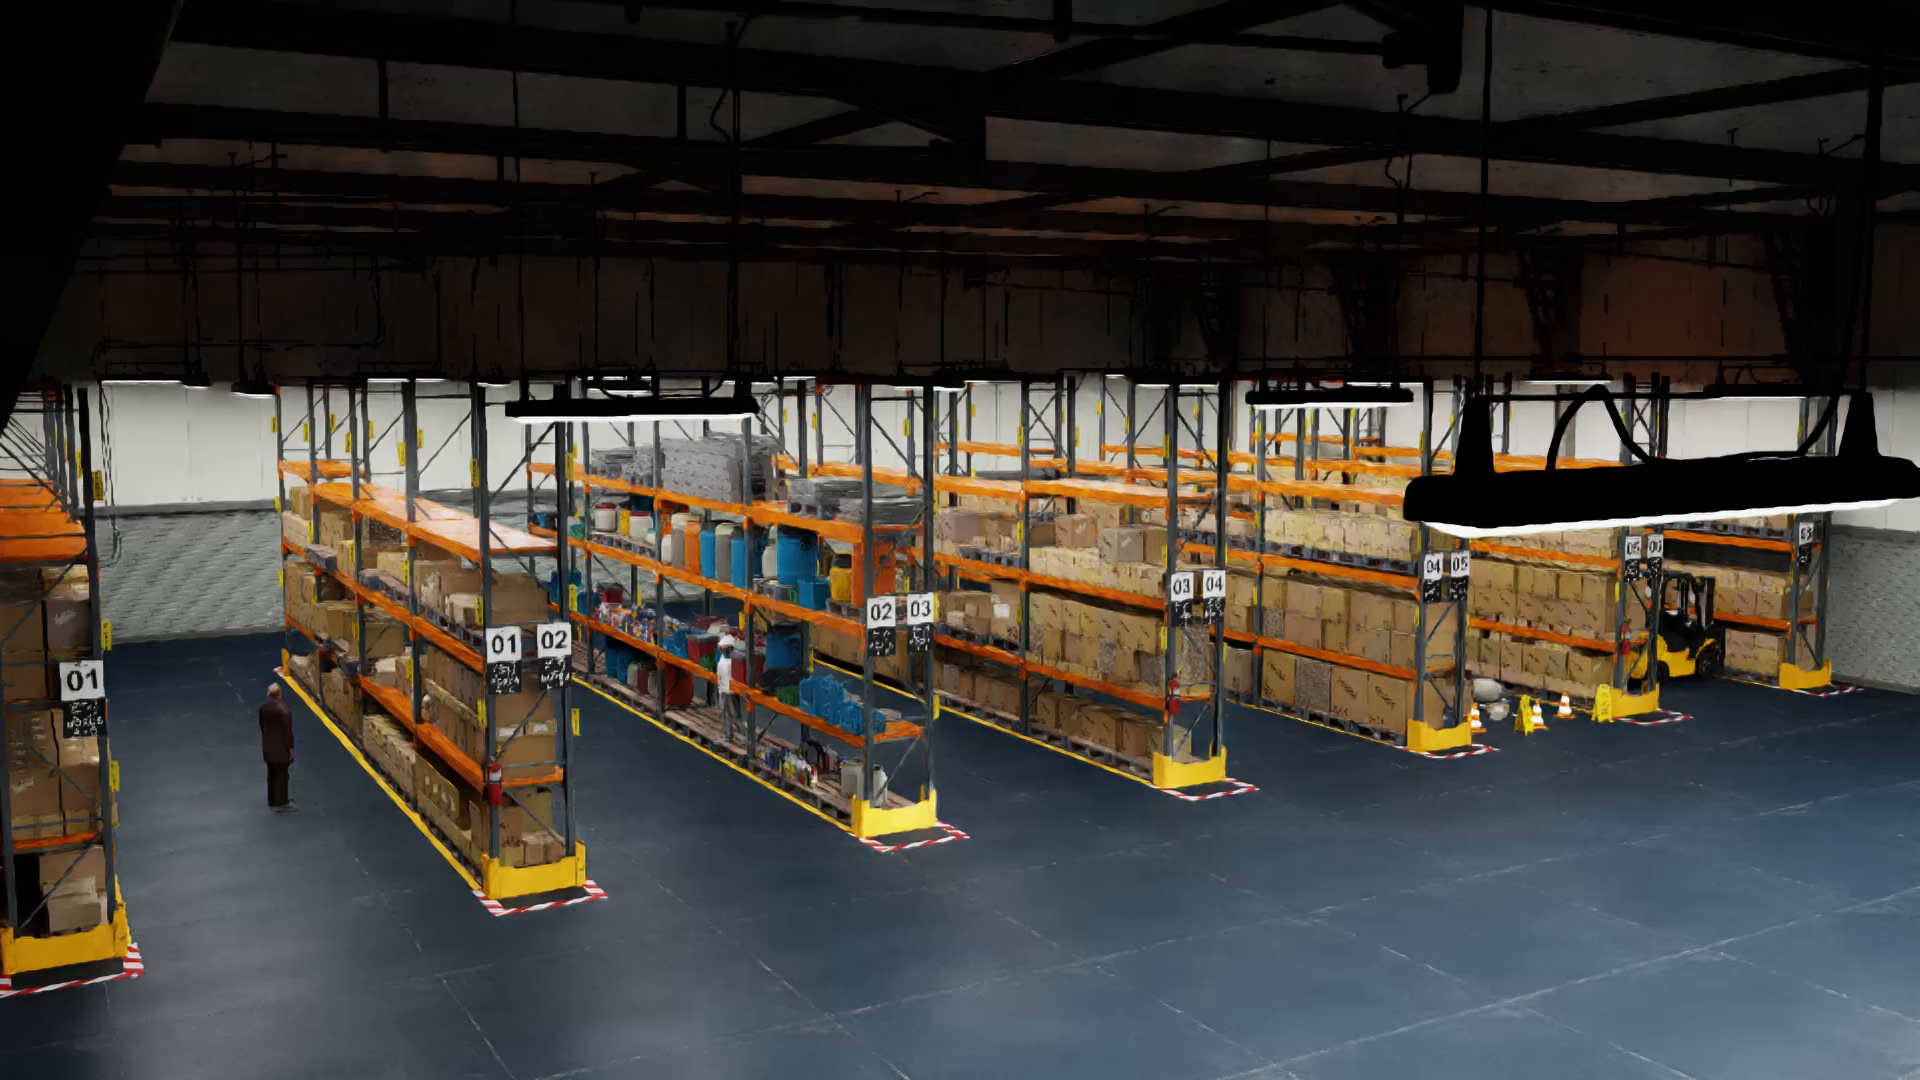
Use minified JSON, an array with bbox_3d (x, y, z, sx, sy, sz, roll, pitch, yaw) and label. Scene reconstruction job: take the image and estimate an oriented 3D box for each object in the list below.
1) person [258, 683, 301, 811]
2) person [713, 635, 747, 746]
[{"bbox_3d":[-9.532,2.881,23.334,0.640,1.784,0.504,4,7,30],"label":"person"},{"bbox_3d":[-3.627,2.377,26.324,0.489,1.769,0.635,-5,8,-38],"label":"person"}]
